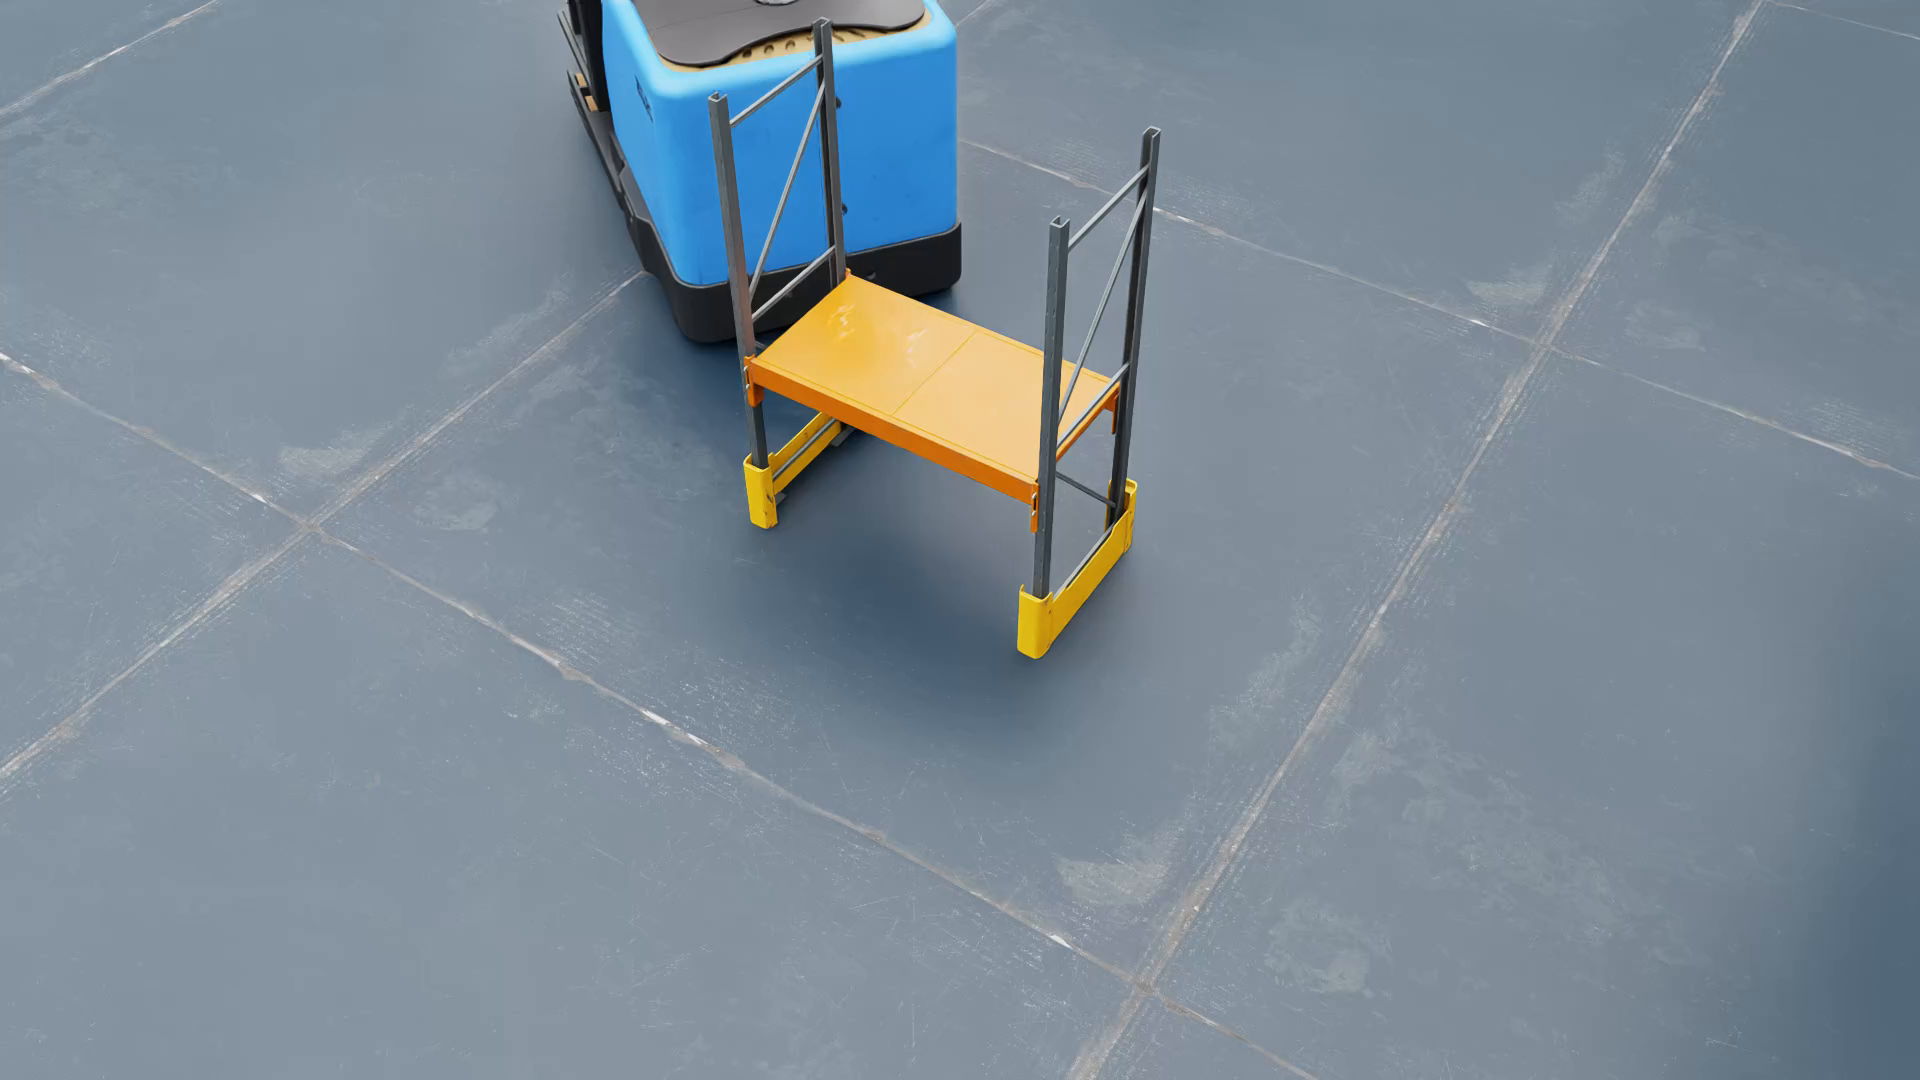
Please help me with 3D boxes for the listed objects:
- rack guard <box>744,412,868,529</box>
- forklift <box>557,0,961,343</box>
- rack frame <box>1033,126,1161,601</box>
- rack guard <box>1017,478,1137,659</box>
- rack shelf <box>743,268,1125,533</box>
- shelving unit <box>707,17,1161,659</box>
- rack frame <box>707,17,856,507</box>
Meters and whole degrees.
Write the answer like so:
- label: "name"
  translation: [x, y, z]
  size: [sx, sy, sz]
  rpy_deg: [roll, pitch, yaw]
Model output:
- label: "rack guard"
  translation: [-0.483, -0.309, 5.376]
  size: [0.087, 0.250, 0.587]
  rpy_deg: [25, 51, 22]
- label: "forklift"
  translation: [-0.995, -2.787, 5.915]
  size: [1.130, 2.935, 3.031]
  rpy_deg: [-15, 48, -14]
- label: "rack frame"
  translation: [0.356, -0.359, 4.553]
  size: [0.032, 1.500, 0.500]
  rpy_deg: [25, 51, 22]
- label: "rack guard"
  translation: [0.355, 0.076, 5.002]
  size: [0.087, 0.250, 0.587]
  rpy_deg: [25, 51, 22]
- label: "rack shelf"
  translation: [-0.072, -0.430, 4.873]
  size: [1.000, 0.185, 0.538]
  rpy_deg: [25, 51, 22]
- label: "shelving unit"
  translation: [-0.064, -0.552, 4.741]
  size: [1.083, 1.500, 0.587]
  rpy_deg: [25, 51, 22]
- label: "rack frame"
  translation: [-0.500, -0.753, 4.935]
  size: [0.032, 1.500, 0.500]
  rpy_deg: [25, 51, 22]
